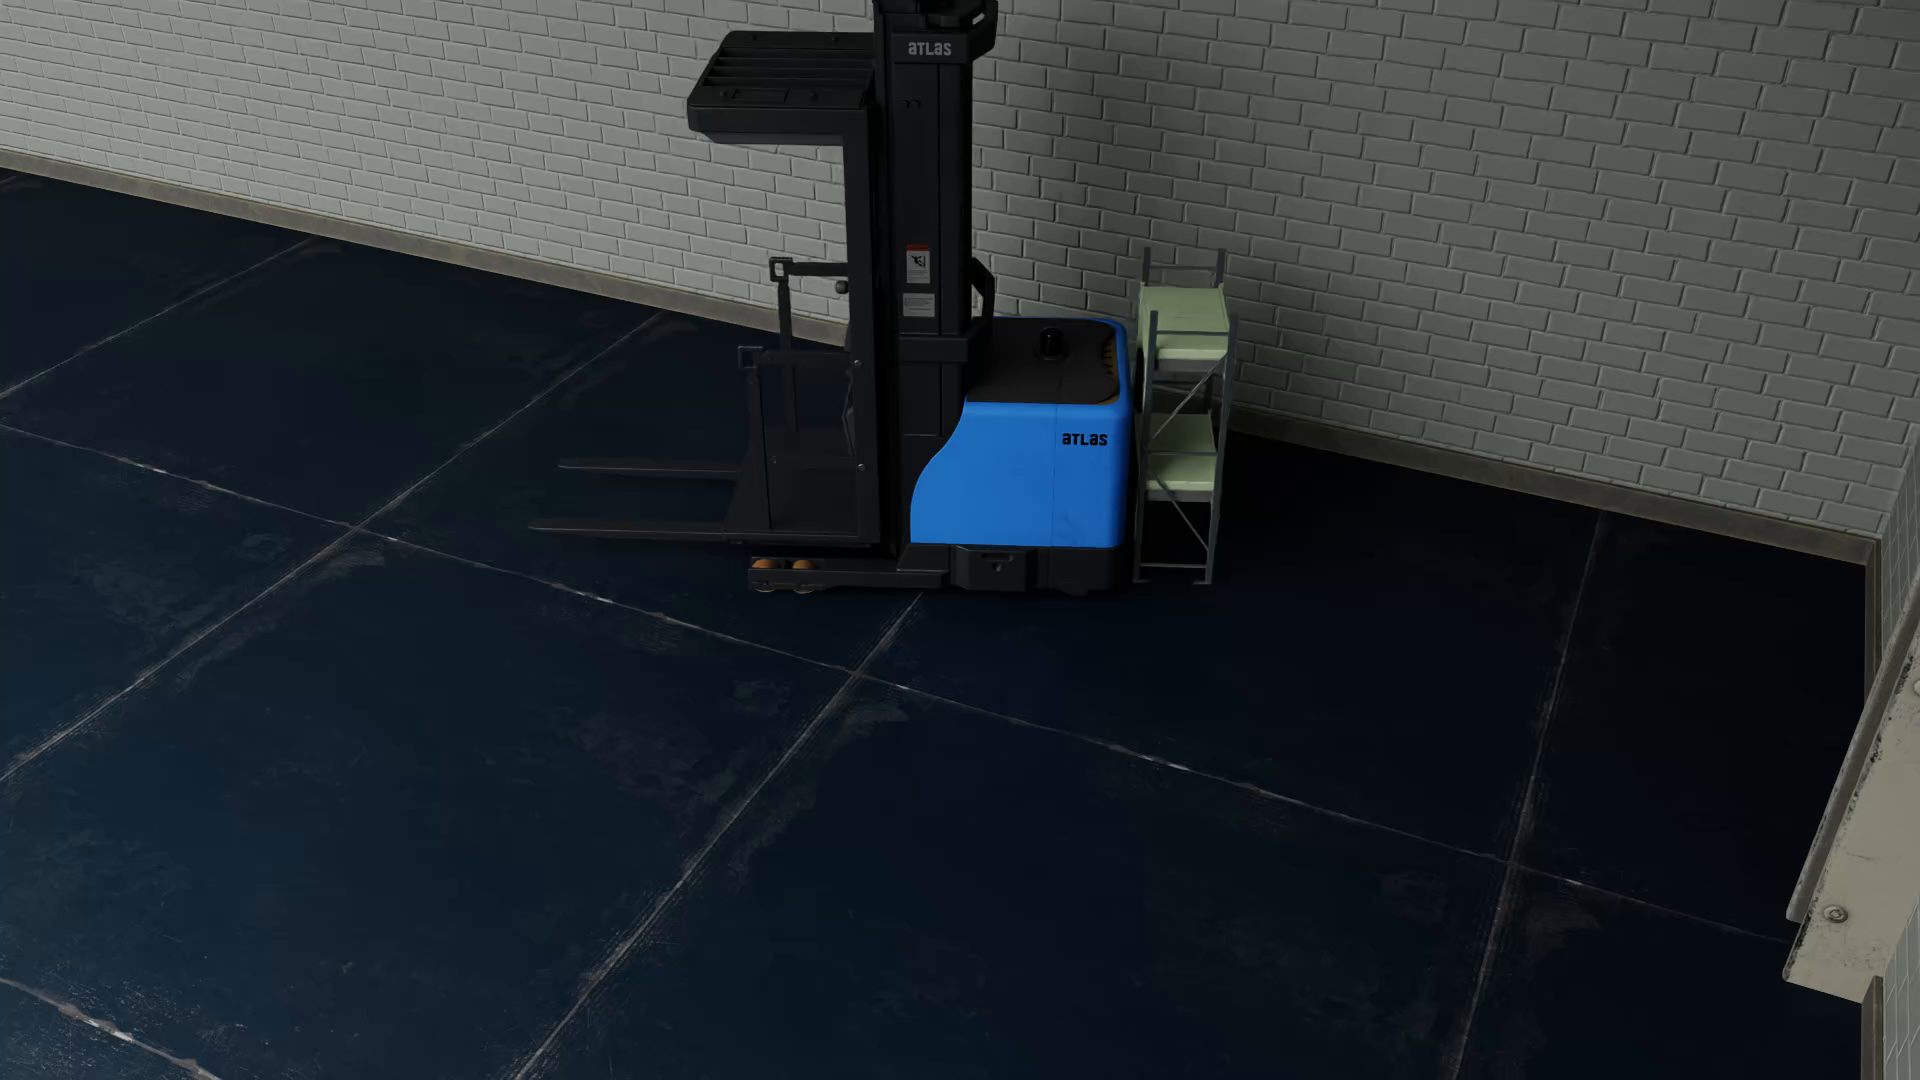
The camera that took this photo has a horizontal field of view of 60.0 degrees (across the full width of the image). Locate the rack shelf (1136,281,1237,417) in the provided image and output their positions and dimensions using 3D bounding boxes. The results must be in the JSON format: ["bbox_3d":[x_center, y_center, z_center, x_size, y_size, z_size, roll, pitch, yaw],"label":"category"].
[{"bbox_3d":[1.090,-0.939,8.102,0.431,0.370,0.720,2,33,2],"label":"rack shelf"}]

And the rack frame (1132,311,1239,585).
[{"bbox_3d":[1.072,-0.412,8.011,0.400,1.500,0.023,2,33,2],"label":"rack frame"}]

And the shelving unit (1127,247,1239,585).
[{"bbox_3d":[1.090,-0.613,8.316,0.431,1.500,0.755,2,33,2],"label":"shelving unit"}]

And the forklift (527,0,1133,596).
[{"bbox_3d":[-0.670,-1.245,7.975,3.031,2.935,1.130,2,33,2],"label":"forklift"}]

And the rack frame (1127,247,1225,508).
[{"bbox_3d":[1.109,-0.813,8.622,0.400,1.500,0.023,2,33,2],"label":"rack frame"}]

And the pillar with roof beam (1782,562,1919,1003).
[{"bbox_3d":[-0.603,-3.165,5.371,9.100,9.000,0.400,14,36,20],"label":"pillar with roof beam"}]

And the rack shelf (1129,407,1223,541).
[{"bbox_3d":[1.090,-0.340,8.495,0.431,0.370,0.720,2,33,2],"label":"rack shelf"}]
